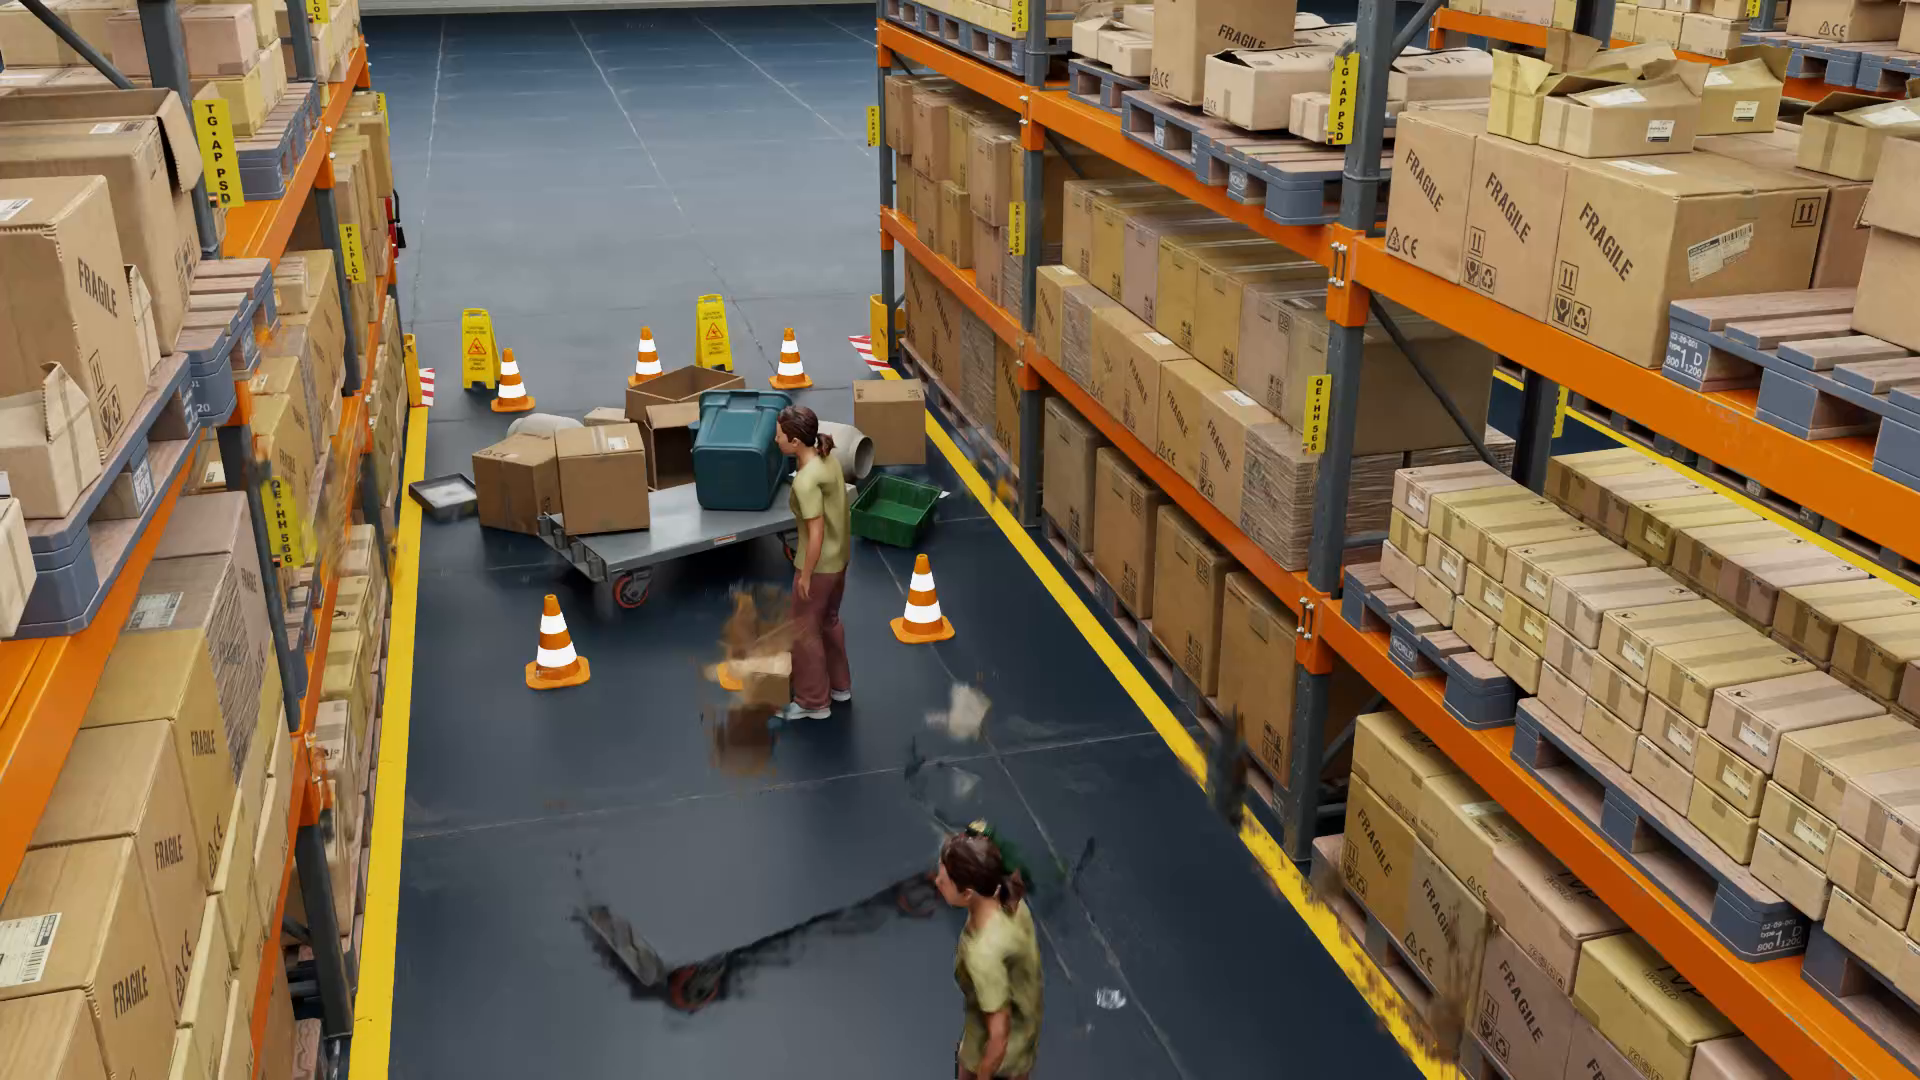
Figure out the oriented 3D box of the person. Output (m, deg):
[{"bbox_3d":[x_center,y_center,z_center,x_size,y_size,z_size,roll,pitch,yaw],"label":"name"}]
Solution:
[{"bbox_3d":[-0.755,0.115,8.328,0.416,1.671,0.520,4,23,9],"label":"person"}]
